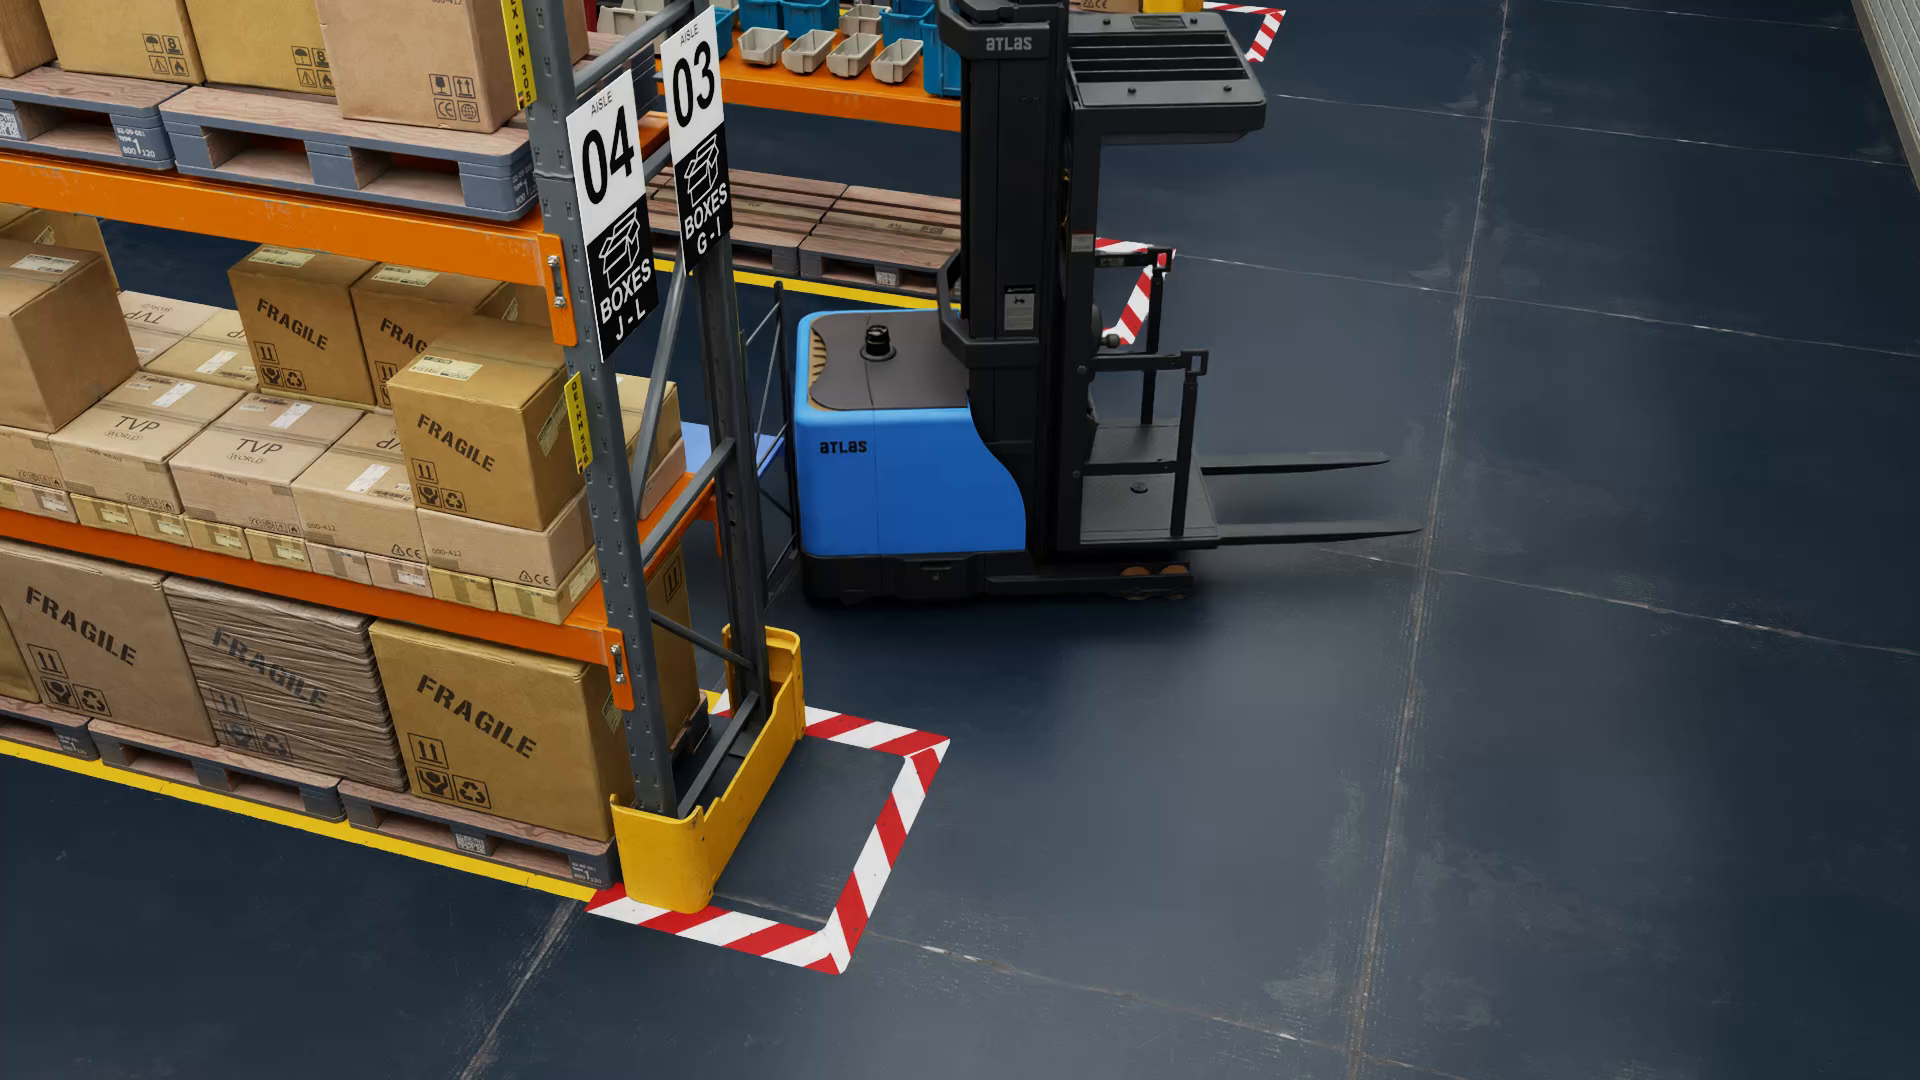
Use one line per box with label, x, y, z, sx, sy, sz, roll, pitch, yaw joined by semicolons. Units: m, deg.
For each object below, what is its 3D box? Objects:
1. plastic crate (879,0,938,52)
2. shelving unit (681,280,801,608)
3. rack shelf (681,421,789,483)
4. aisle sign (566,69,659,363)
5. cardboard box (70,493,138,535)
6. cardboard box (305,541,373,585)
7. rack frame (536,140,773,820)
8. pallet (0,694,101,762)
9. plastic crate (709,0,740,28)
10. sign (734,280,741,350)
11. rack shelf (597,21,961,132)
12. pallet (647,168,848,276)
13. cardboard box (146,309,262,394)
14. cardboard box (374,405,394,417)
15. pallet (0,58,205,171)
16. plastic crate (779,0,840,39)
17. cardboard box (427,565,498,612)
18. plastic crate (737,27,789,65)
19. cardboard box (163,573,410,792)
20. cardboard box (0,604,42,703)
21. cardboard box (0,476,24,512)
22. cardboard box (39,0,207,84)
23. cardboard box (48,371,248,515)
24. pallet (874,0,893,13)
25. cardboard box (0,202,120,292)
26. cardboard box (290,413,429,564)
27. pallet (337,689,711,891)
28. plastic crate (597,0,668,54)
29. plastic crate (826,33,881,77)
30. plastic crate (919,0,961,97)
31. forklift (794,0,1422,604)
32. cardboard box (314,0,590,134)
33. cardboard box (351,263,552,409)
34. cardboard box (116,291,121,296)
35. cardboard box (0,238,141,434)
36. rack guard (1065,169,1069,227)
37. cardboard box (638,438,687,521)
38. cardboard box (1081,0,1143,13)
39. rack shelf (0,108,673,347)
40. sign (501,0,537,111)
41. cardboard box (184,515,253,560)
plastic crate;-0.309;-3.215;10.364;0.300;0.233;0.416;10;38;14
shelving unit;-1.369;-0.507;7.859;1.048;1.500;0.538;10;37;13
rack shelf;-1.369;-0.362;7.965;1.000;0.185;0.538;10;37;13
aisle sign;-1.041;-0.974;5.035;0.004;0.787;0.394;10;38;14
cardboard box;-3.167;-0.201;6.389;0.250;0.149;0.380;9;37;13
cardboard box;-2.185;-0.020;6.144;0.250;0.149;0.380;11;38;15
rack frame;-1.020;-0.110;6.054;0.127;3.000;1.000;10;38;14
pallet;-4.136;0.485;7.598;1.213;0.211;1.003;10;38;14
plastic crate;-1.610;-3.400;10.695;0.466;0.136;0.293;10;38;14
sign;-0.849;-0.803;6.199;0.005;0.325;0.100;10;38;14
rack shelf;-1.452;-2.976;10.555;4.000;0.370;1.077;10;38;14
pallet;-1.480;-2.174;11.210;1.213;0.211;1.003;10;38;14
cardboard box;-2.874;-0.675;6.697;0.500;0.250;0.500;10;37;13
cardboard box;-1.896;-0.495;6.453;0.500;0.250;0.500;10;38;13
pallet;-2.900;-1.622;5.653;1.213;0.211;1.003;10;38;14
plastic crate;-0.938;-3.332;10.522;0.300;0.233;0.416;10;38;14
cardboard box;-1.707;0.070;6.022;0.250;0.149;0.380;11;38;14
plastic crate;-1.209;-3.009;10.164;0.250;0.136;0.298;10;38;14
cardboard box;-2.524;0.348;6.870;0.875;0.875;0.875;10;38;14
cardboard box;-4.232;0.032;7.300;0.875;0.875;0.875;10;38;14
cardboard box;-3.657;-0.292;6.513;0.250;0.149;0.380;10;38;13
cardboard box;-2.542;-1.861;5.379;0.500;0.500;0.700;8;37;11
cardboard box;-3.030;-0.374;6.289;0.500;0.250;0.500;11;38;14
pallet;-0.057;-4.962;14.998;1.213;0.211;1.003;10;38;14
cardboard box;-3.843;-1.157;6.720;0.500;0.500;0.500;11;38;14
cardboard box;-2.046;-0.195;6.045;0.500;0.250;0.500;10;37;13
pallet;-1.807;0.916;7.012;1.213;0.211;1.003;10;38;14
plastic crate;-1.959;-3.222;10.331;0.530;0.282;0.437;10;38;14
plastic crate;-0.648;-2.931;10.059;0.243;0.136;0.396;10;38;14
plastic crate;0.081;-2.904;9.770;0.499;0.435;0.616;10;38;14
forklift;0.733;-1.201;7.594;3.031;2.935;1.130;-2;36;-3
cardboard box;-1.533;-1.629;5.065;0.500;0.500;0.700;8;37;11
cardboard box;-1.875;-0.797;6.231;0.500;0.500;0.500;10;37;13
cardboard box;-3.844;-0.857;6.944;0.500;0.250;0.500;12;38;15
cardboard box;-3.492;-0.768;6.191;0.500;0.500;0.500;9;37;12
rack guard;0.483;-1.909;10.607;0.348;0.500;1.175;10;38;14
cardboard box;-1.261;-0.258;6.467;0.250;0.149;0.380;11;38;14
cardboard box;1.345;-4.841;14.220;0.500;0.500;0.500;10;38;14
rack shelf;-2.929;-1.382;5.858;4.000;0.370;1.077;10;38;14
sign;-1.195;-1.338;4.512;0.005;0.325;0.100;10;38;14
cardboard box;-2.681;-0.111;6.267;0.250;0.149;0.380;11;38;14
